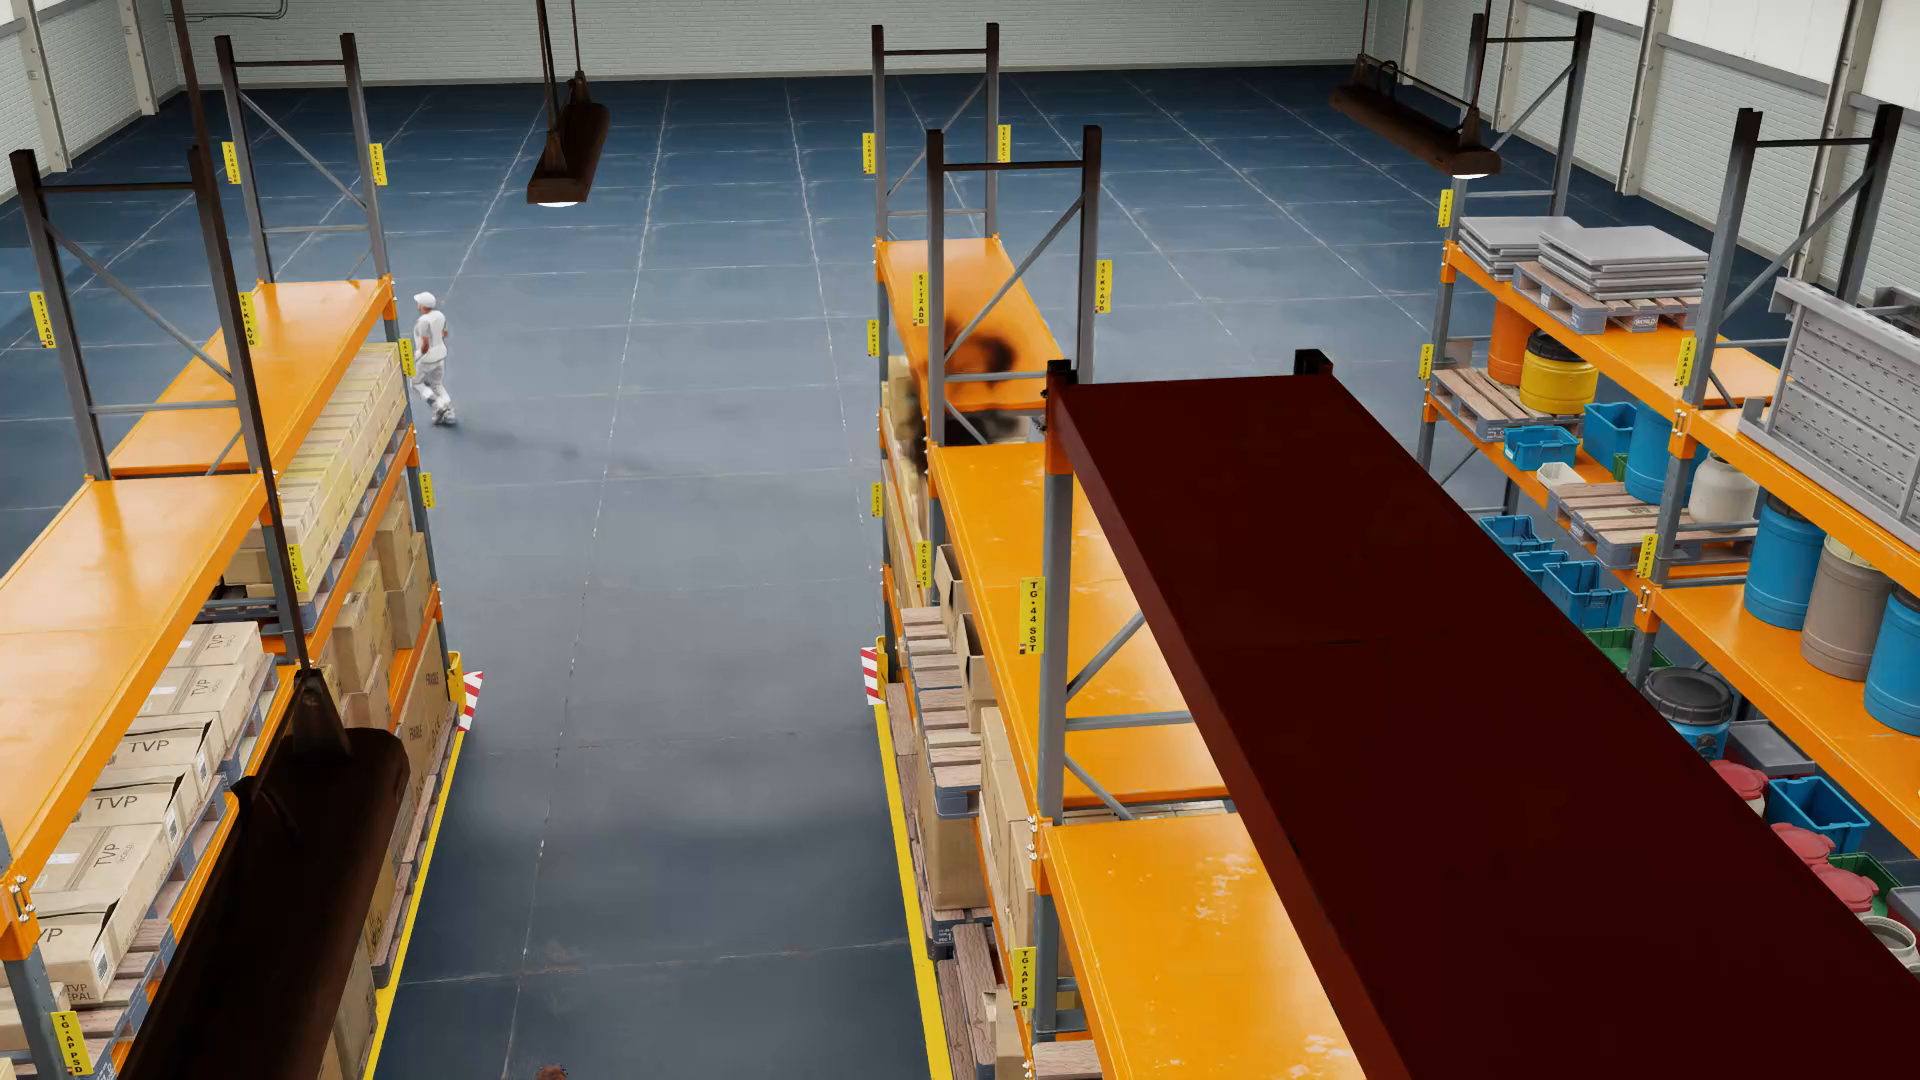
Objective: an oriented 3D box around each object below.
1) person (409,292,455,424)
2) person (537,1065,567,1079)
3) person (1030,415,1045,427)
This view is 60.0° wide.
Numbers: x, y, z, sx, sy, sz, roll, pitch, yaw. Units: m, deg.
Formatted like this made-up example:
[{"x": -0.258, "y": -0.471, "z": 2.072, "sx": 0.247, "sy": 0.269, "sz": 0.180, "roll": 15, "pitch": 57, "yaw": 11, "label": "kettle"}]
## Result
[{"x": -6.849, "y": -2.340, "z": 21.349, "sx": 0.601, "sy": 1.746, "sz": 0.641, "roll": 10, "pitch": 27, "yaw": 20, "label": "person"}, {"x": -2.226, "y": 3.536, "z": 9.266, "sx": 0.519, "sy": 1.560, "sz": 0.615, "roll": -5, "pitch": 26, "yaw": -10, "label": "person"}, {"x": 0.856, "y": -1.855, "z": 20.298, "sx": 0.931, "sy": 1.789, "sz": 0.674, "roll": 8, "pitch": 27, "yaw": 16, "label": "person"}]
